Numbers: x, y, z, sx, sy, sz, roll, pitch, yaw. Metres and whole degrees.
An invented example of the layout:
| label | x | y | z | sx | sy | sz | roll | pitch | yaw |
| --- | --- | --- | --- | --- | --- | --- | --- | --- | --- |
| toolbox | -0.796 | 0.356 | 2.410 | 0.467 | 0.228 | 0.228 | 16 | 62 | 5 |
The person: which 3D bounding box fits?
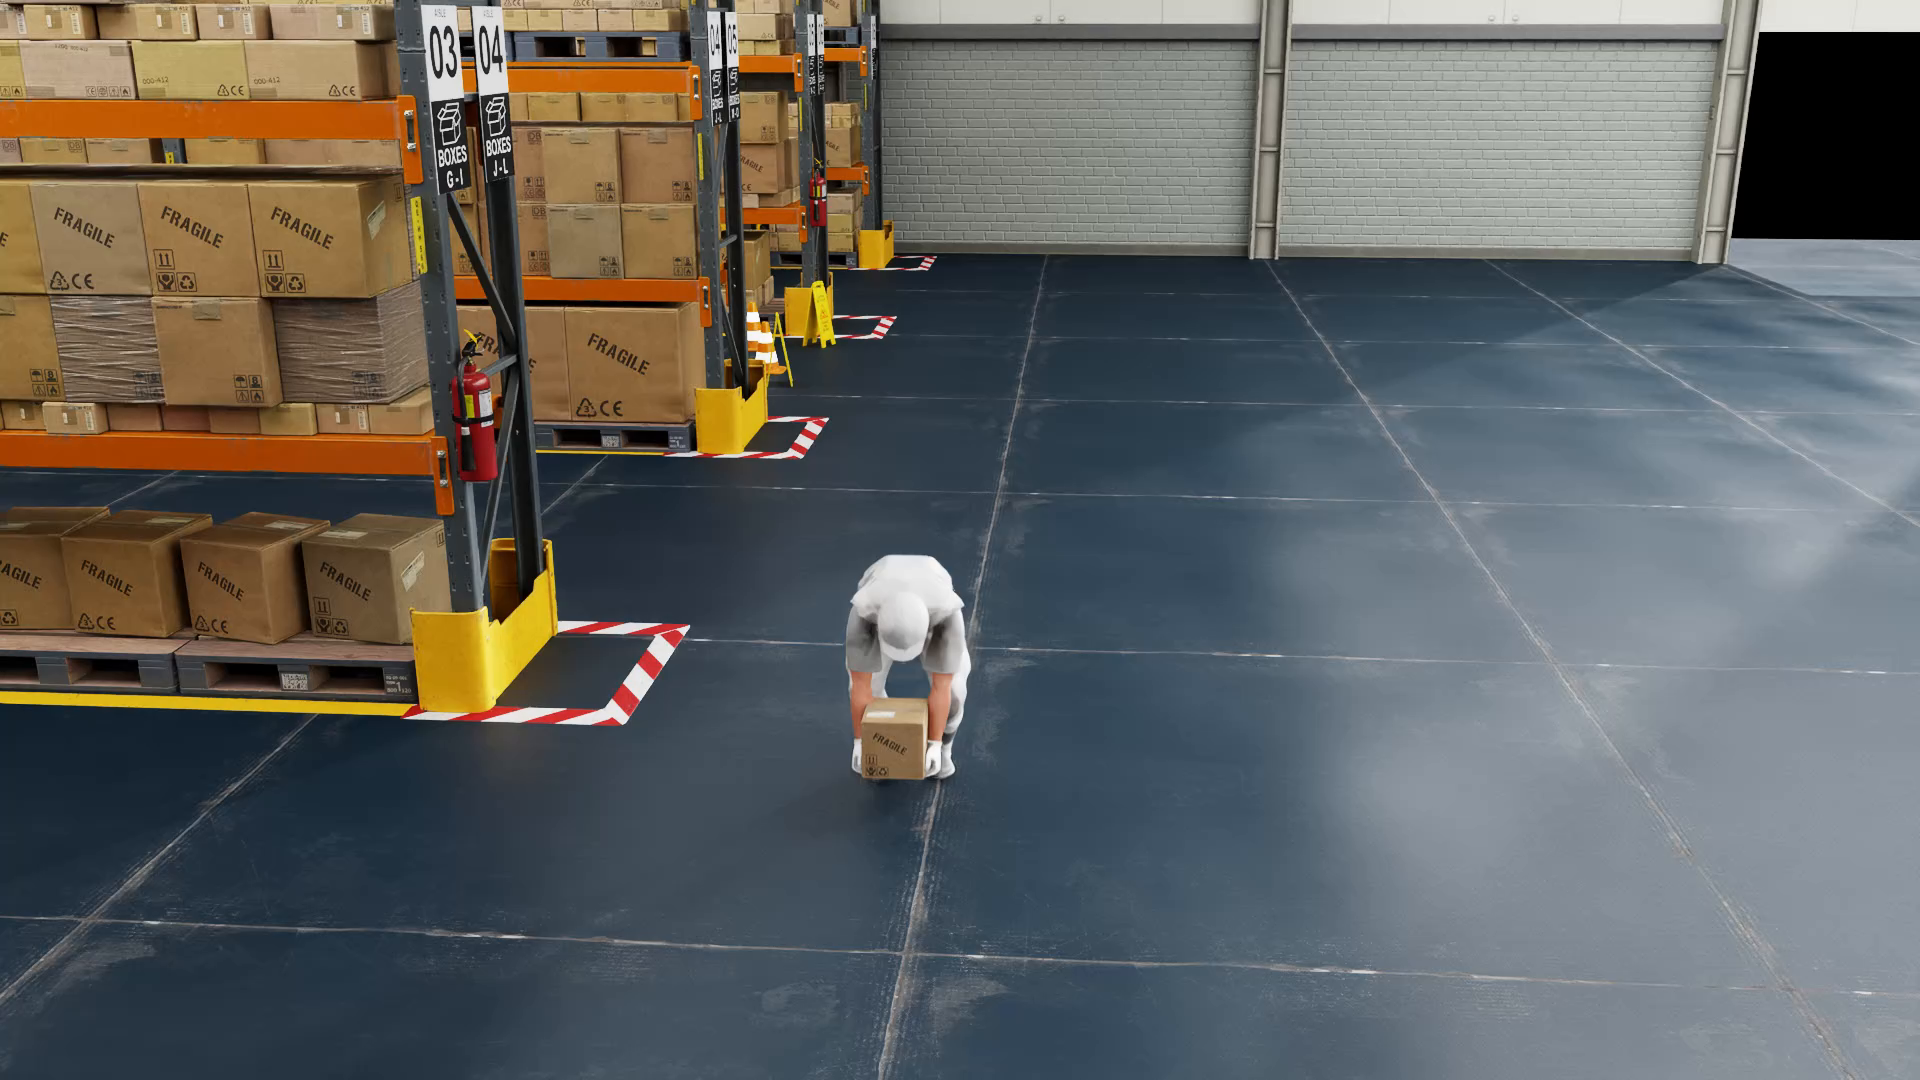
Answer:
| label | x | y | z | sx | sy | sz | roll | pitch | yaw |
| --- | --- | --- | --- | --- | --- | --- | --- | --- | --- |
| person | -0.222 | 0.572 | 6.989 | 0.531 | 1.004 | 0.957 | 0 | 17 | 1 |
